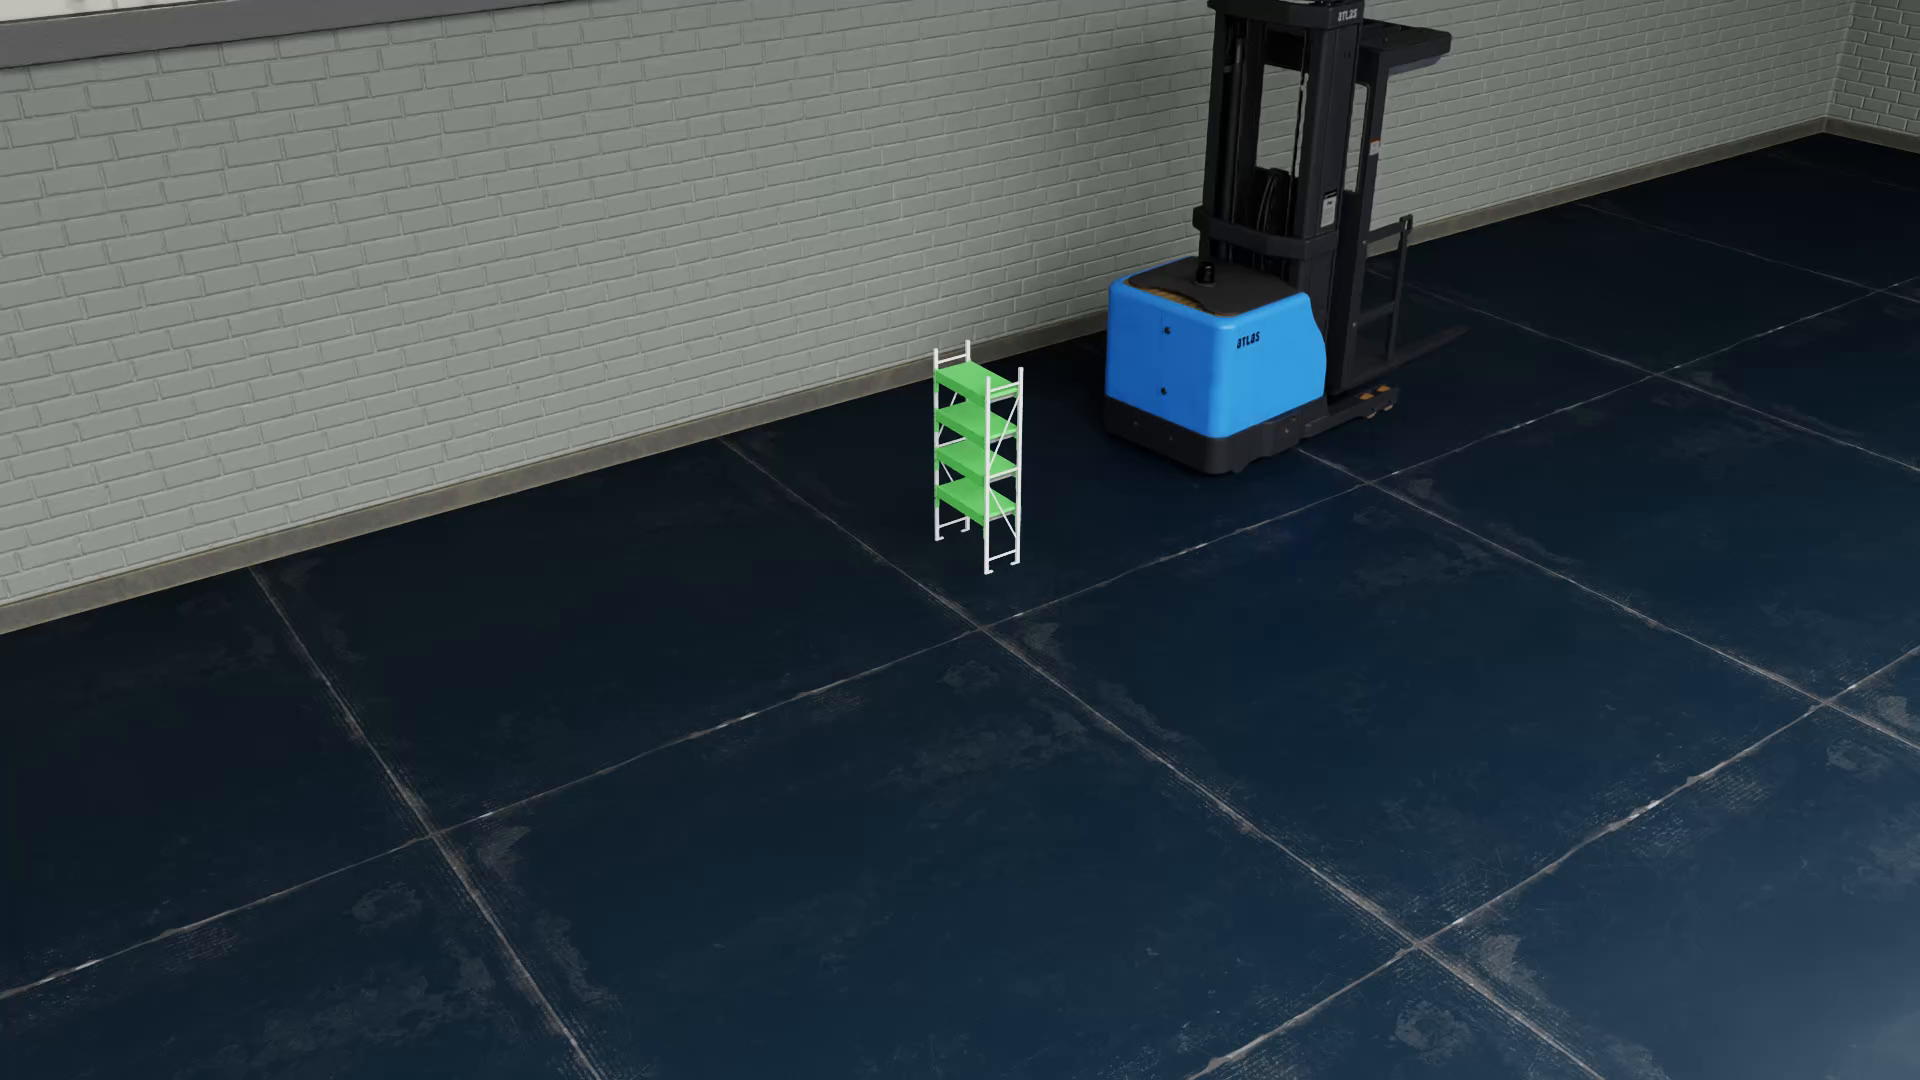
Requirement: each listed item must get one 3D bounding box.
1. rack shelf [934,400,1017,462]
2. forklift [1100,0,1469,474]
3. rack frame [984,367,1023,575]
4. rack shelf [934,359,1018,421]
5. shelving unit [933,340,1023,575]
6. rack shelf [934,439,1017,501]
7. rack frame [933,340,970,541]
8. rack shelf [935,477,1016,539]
[{"bbox_3d":[0.096,-0.618,9.261,0.258,0.148,0.480,-19,34,-31],"label":"rack shelf"},{"bbox_3d":[2.364,-2.279,10.876,3.031,2.935,1.130,-23,36,-36],"label":"forklift"},{"bbox_3d":[0.238,-0.368,9.170,0.240,1.200,0.015,-19,34,-31],"label":"rack frame"},{"bbox_3d":[0.096,-0.829,9.147,0.258,0.148,0.480,-19,34,-31],"label":"rack shelf"},{"bbox_3d":[0.096,-0.463,9.345,0.258,1.200,0.503,-19,34,-31],"label":"shelving unit"},{"bbox_3d":[0.096,-0.407,9.376,0.258,0.148,0.480,-19,34,-31],"label":"rack shelf"},{"bbox_3d":[-0.046,-0.558,9.520,0.240,1.200,0.015,-19,34,-31],"label":"rack frame"},{"bbox_3d":[0.096,-0.196,9.490,0.258,0.148,0.480,-19,34,-31],"label":"rack shelf"}]
